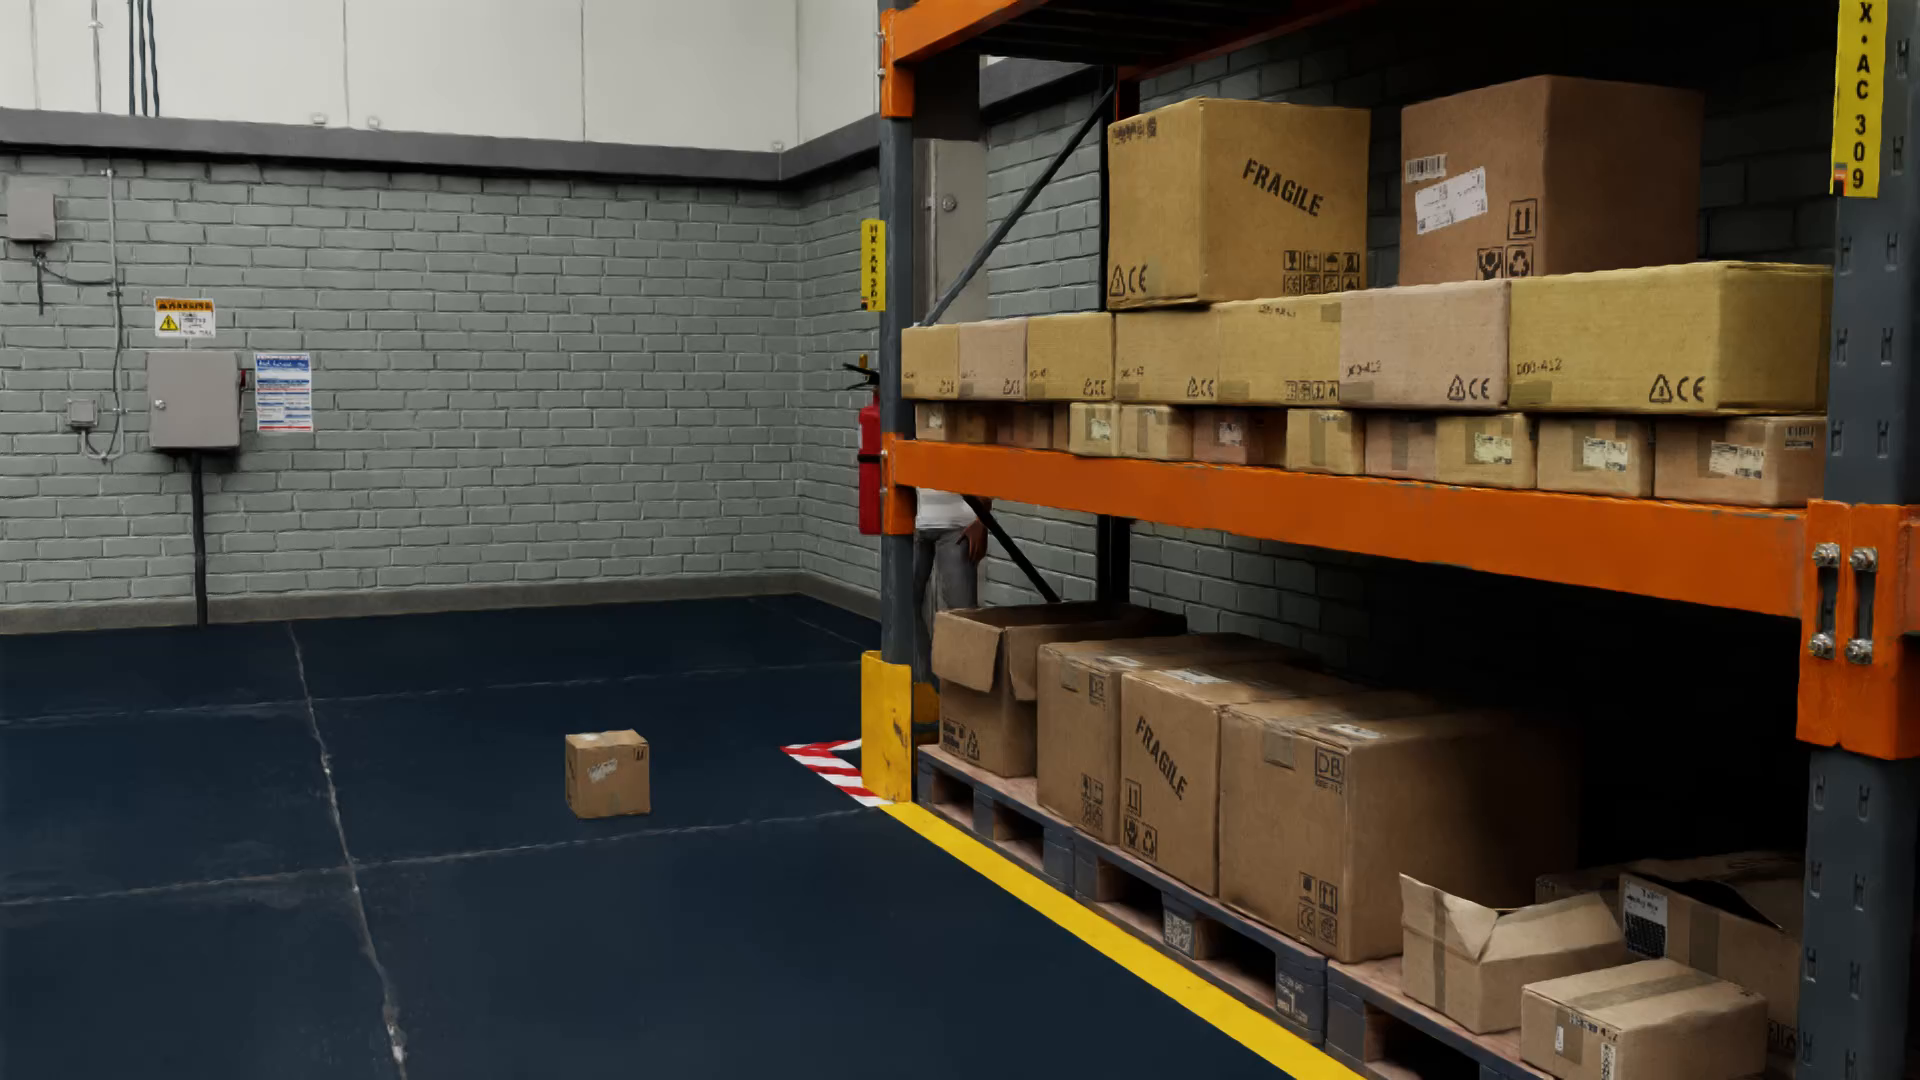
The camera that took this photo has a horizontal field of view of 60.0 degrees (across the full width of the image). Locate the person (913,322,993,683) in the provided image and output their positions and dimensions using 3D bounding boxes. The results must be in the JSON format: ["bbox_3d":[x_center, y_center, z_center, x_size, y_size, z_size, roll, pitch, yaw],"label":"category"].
[{"bbox_3d":[-0.103,-0.043,7.330,0.604,1.824,0.457,3,6,27],"label":"person"}]
